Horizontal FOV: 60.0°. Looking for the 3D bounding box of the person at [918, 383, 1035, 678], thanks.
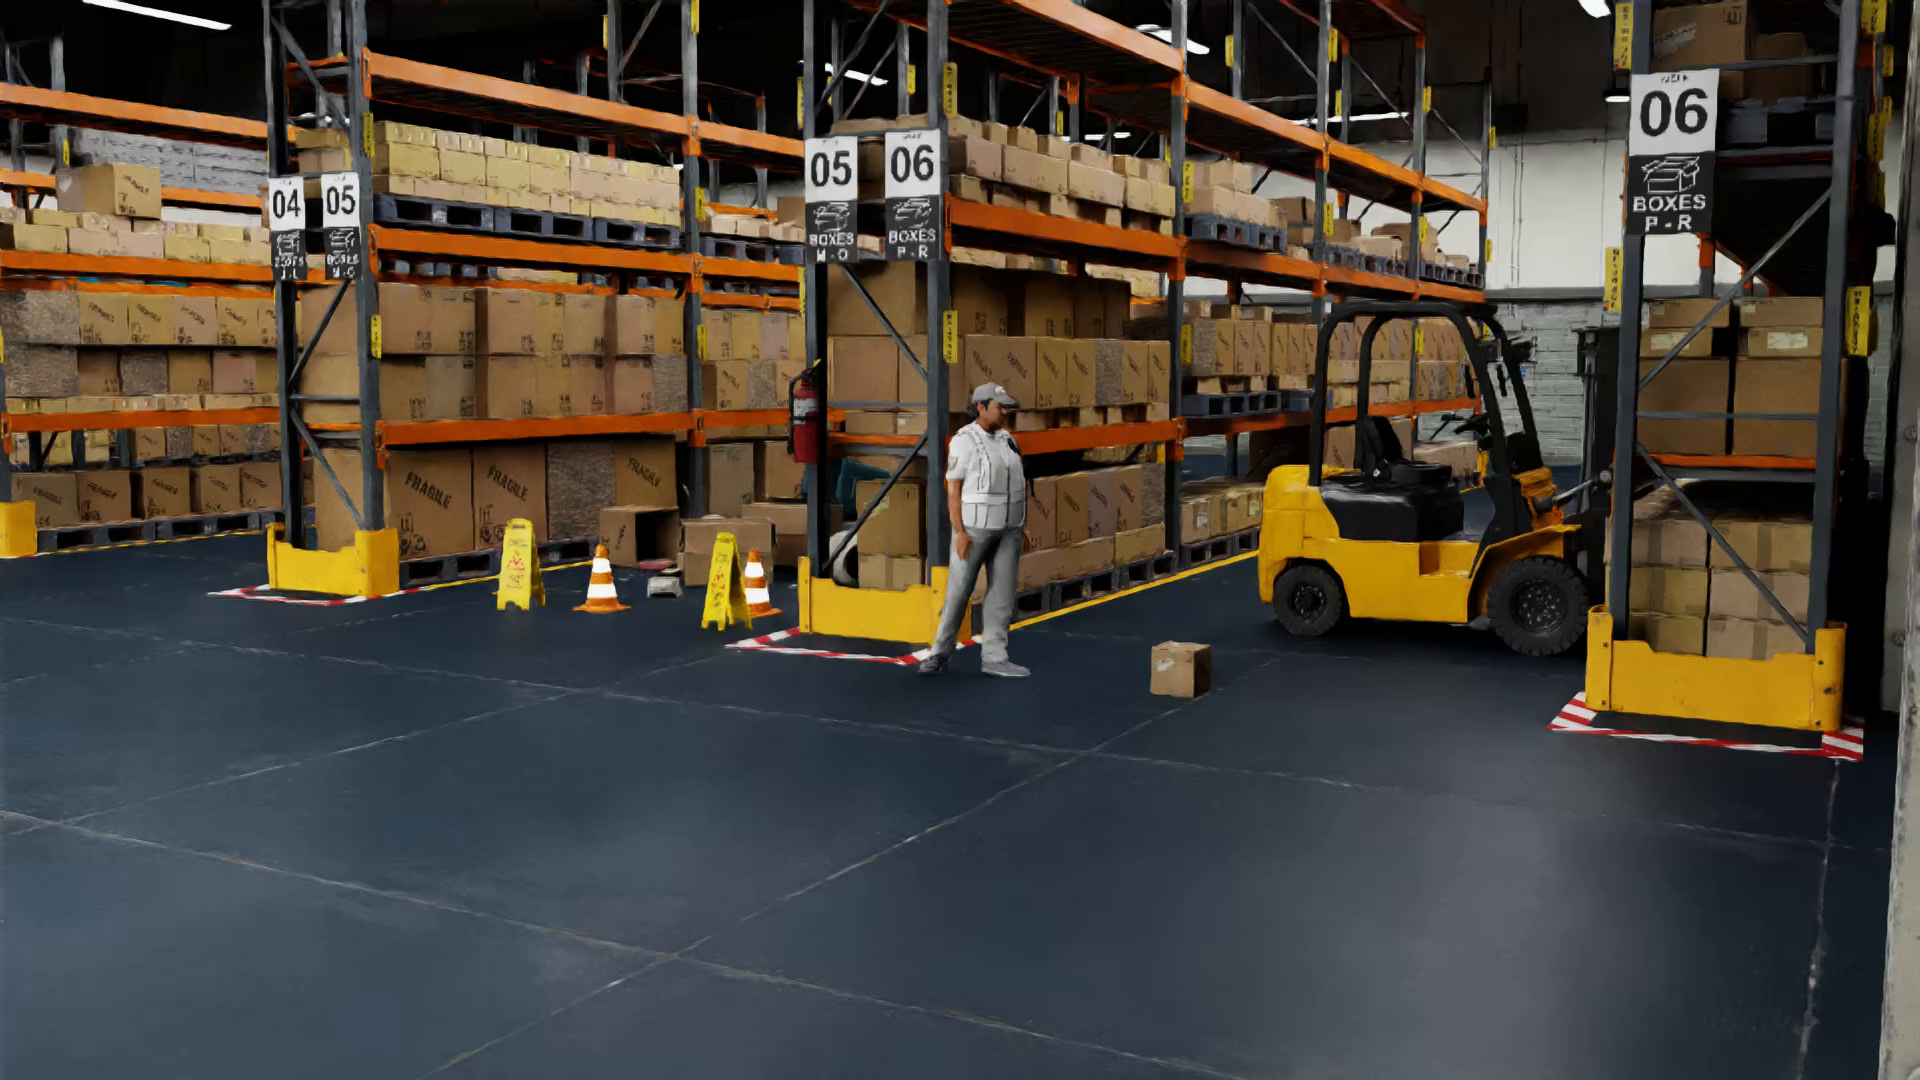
[{"bbox_3d":[0.114,-0.056,9.433,0.657,1.663,0.510,-5,8,-38],"label":"person"}]
